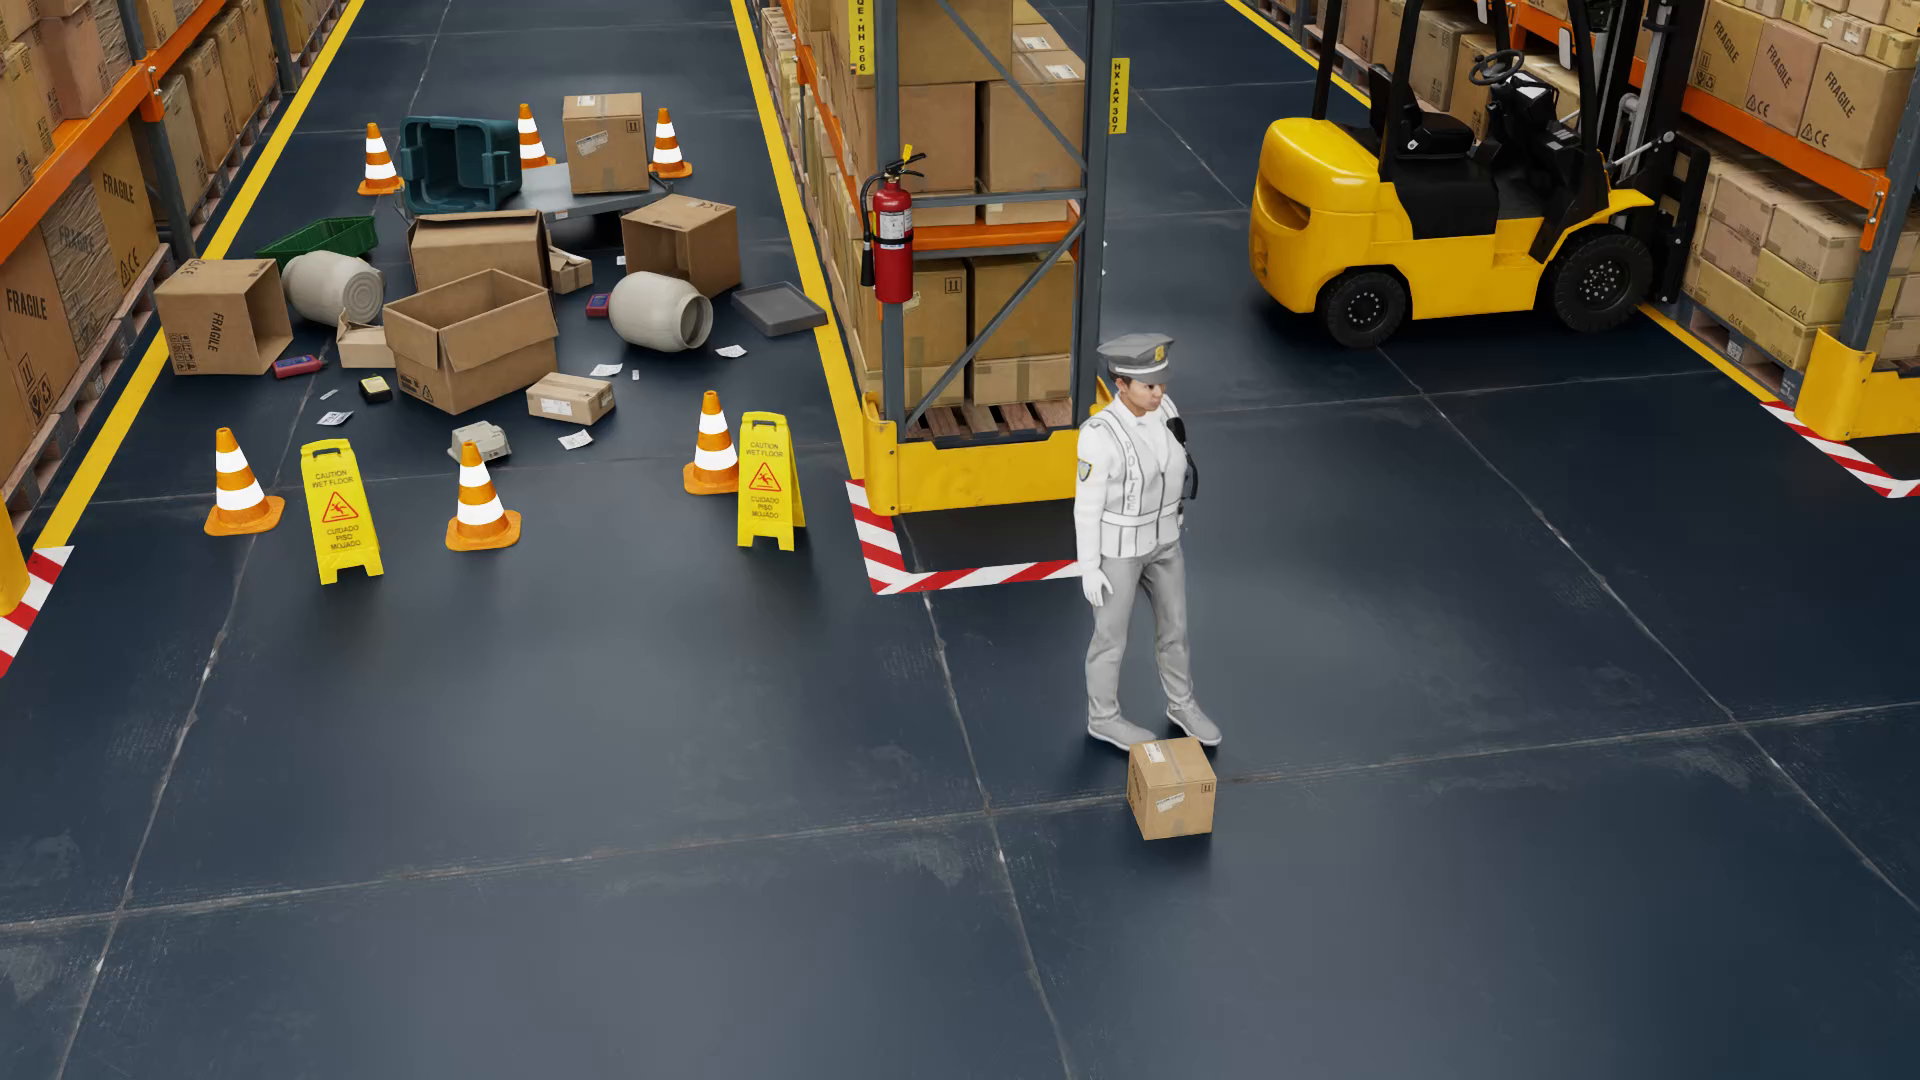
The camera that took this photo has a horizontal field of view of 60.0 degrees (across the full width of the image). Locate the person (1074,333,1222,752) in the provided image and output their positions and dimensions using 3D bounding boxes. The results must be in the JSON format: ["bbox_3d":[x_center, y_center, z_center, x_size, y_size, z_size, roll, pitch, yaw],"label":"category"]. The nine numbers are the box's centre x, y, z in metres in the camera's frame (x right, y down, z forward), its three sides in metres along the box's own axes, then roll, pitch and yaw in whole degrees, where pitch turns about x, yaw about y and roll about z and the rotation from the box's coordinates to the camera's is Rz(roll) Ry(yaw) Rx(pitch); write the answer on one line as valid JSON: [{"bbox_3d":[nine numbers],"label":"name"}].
[{"bbox_3d":[0.690,0.054,5.997,0.521,1.679,0.489,-22,37,-32],"label":"person"}]
